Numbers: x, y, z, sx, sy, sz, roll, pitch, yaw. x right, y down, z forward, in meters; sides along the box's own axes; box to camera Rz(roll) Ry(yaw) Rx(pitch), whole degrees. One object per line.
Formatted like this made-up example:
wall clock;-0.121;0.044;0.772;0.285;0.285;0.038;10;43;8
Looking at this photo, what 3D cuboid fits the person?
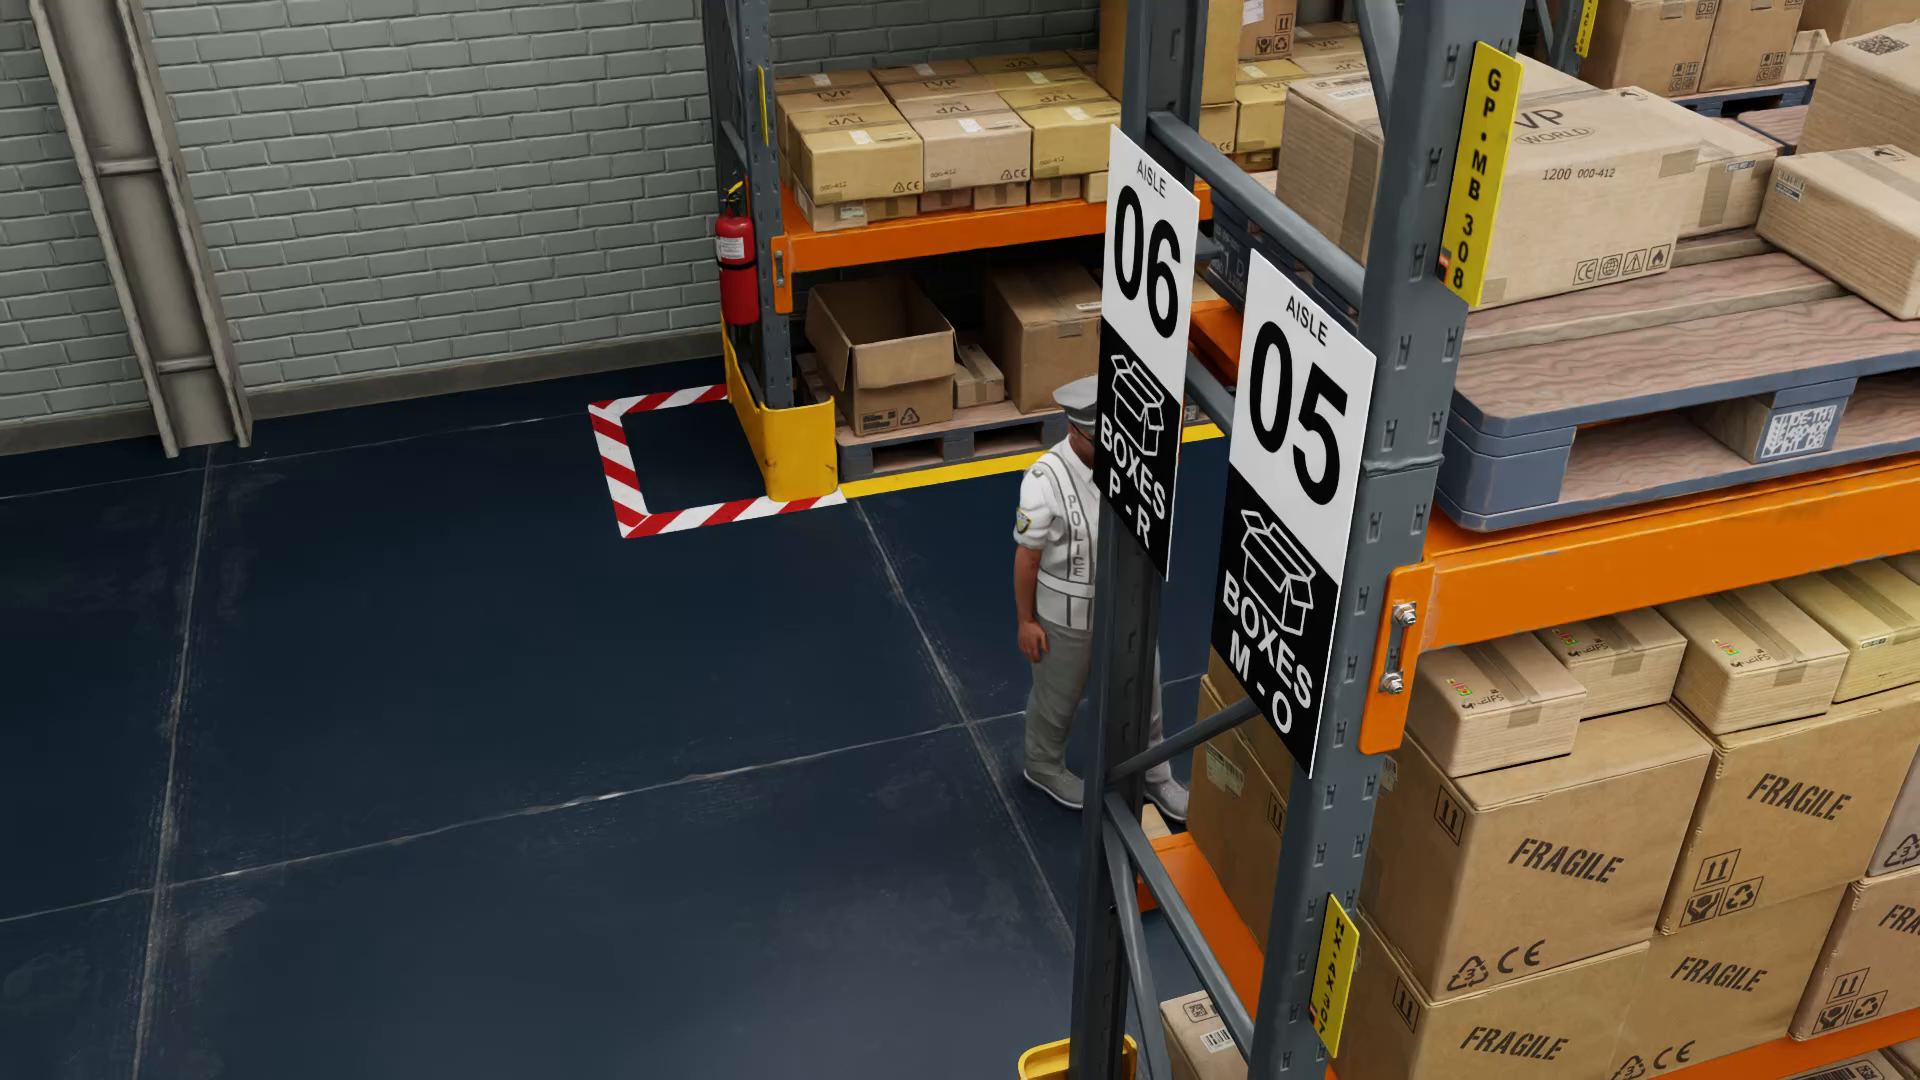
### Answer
person;0.517;0.270;5.716;0.550;1.751;0.622;-20;38;-27
